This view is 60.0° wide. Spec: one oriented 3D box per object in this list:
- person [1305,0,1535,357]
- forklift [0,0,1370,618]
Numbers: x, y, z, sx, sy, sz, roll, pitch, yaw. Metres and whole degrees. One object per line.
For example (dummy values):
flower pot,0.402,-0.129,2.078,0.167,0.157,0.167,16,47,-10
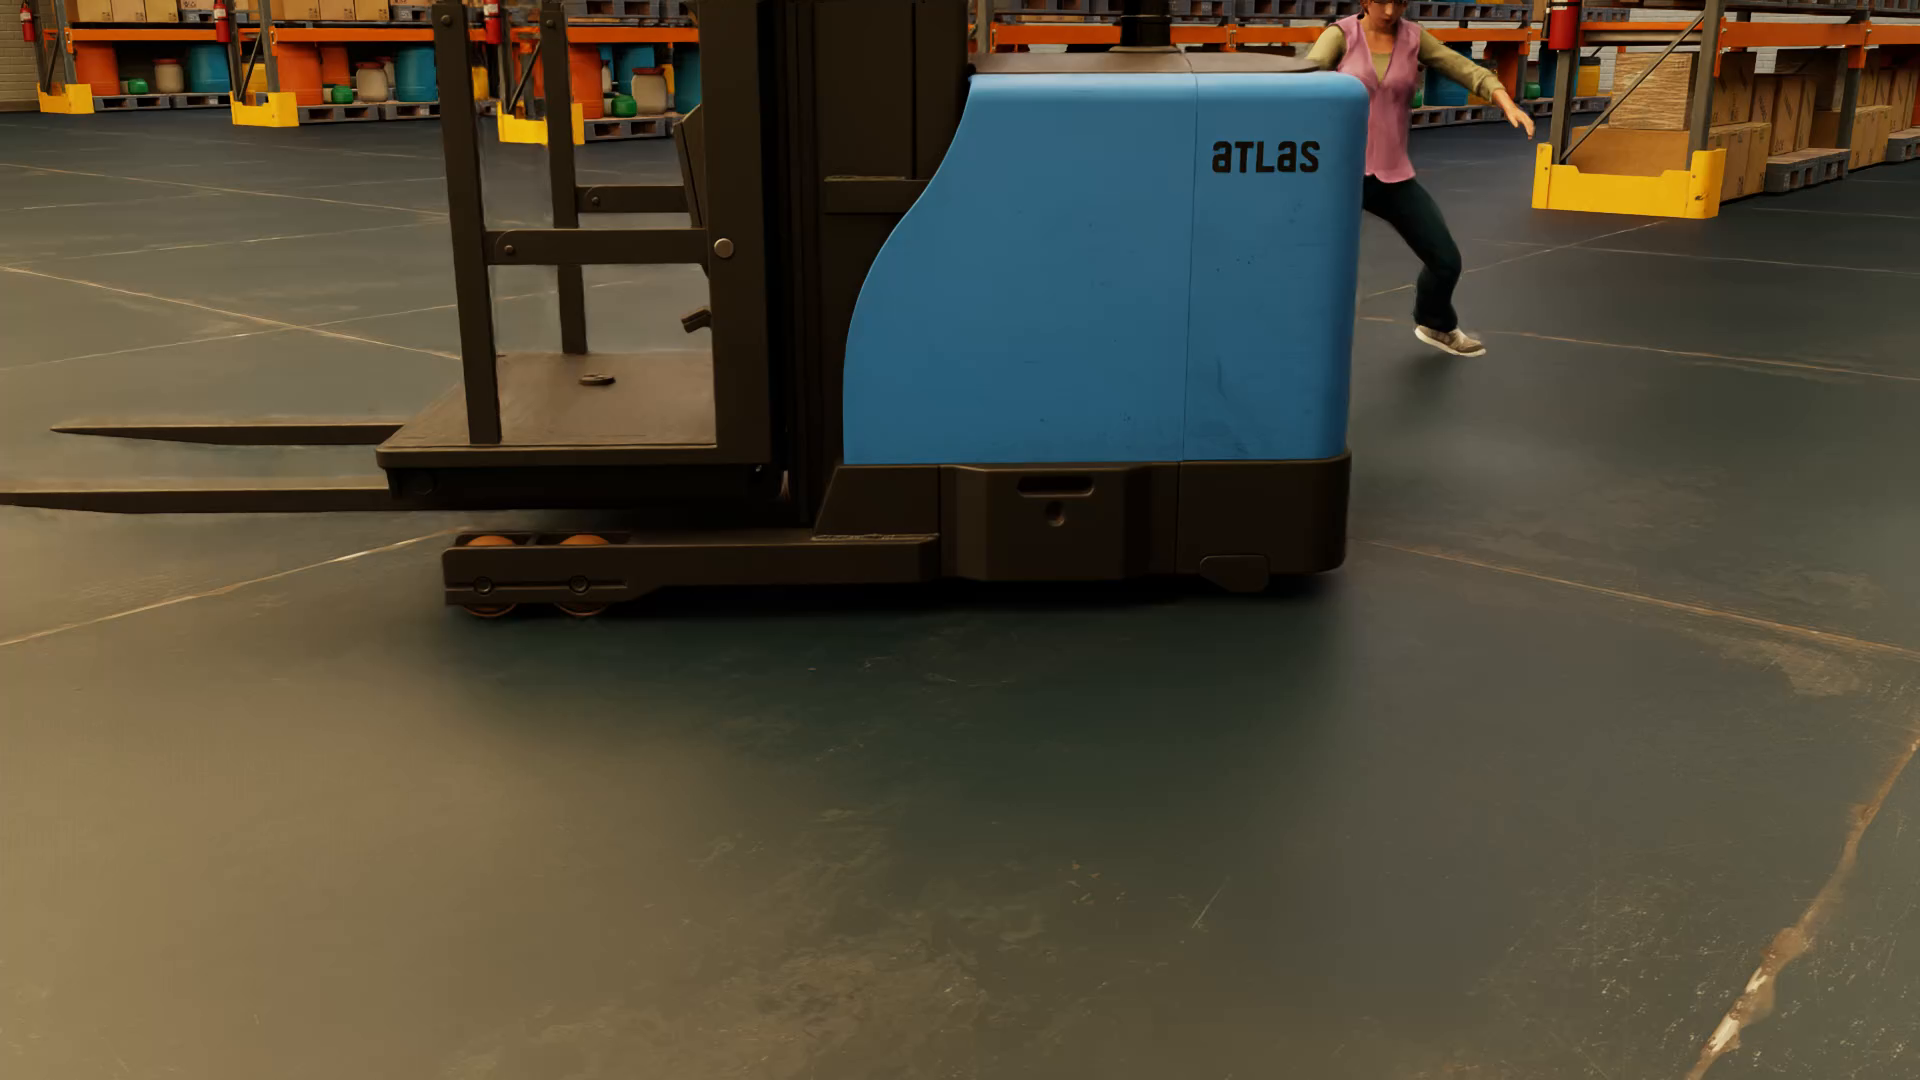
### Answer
person,1.474,-1.256,5.697,1.020,1.412,0.891,-1,17,-3
forklift,-0.708,-1.400,3.507,3.031,2.935,1.130,-1,17,-2
